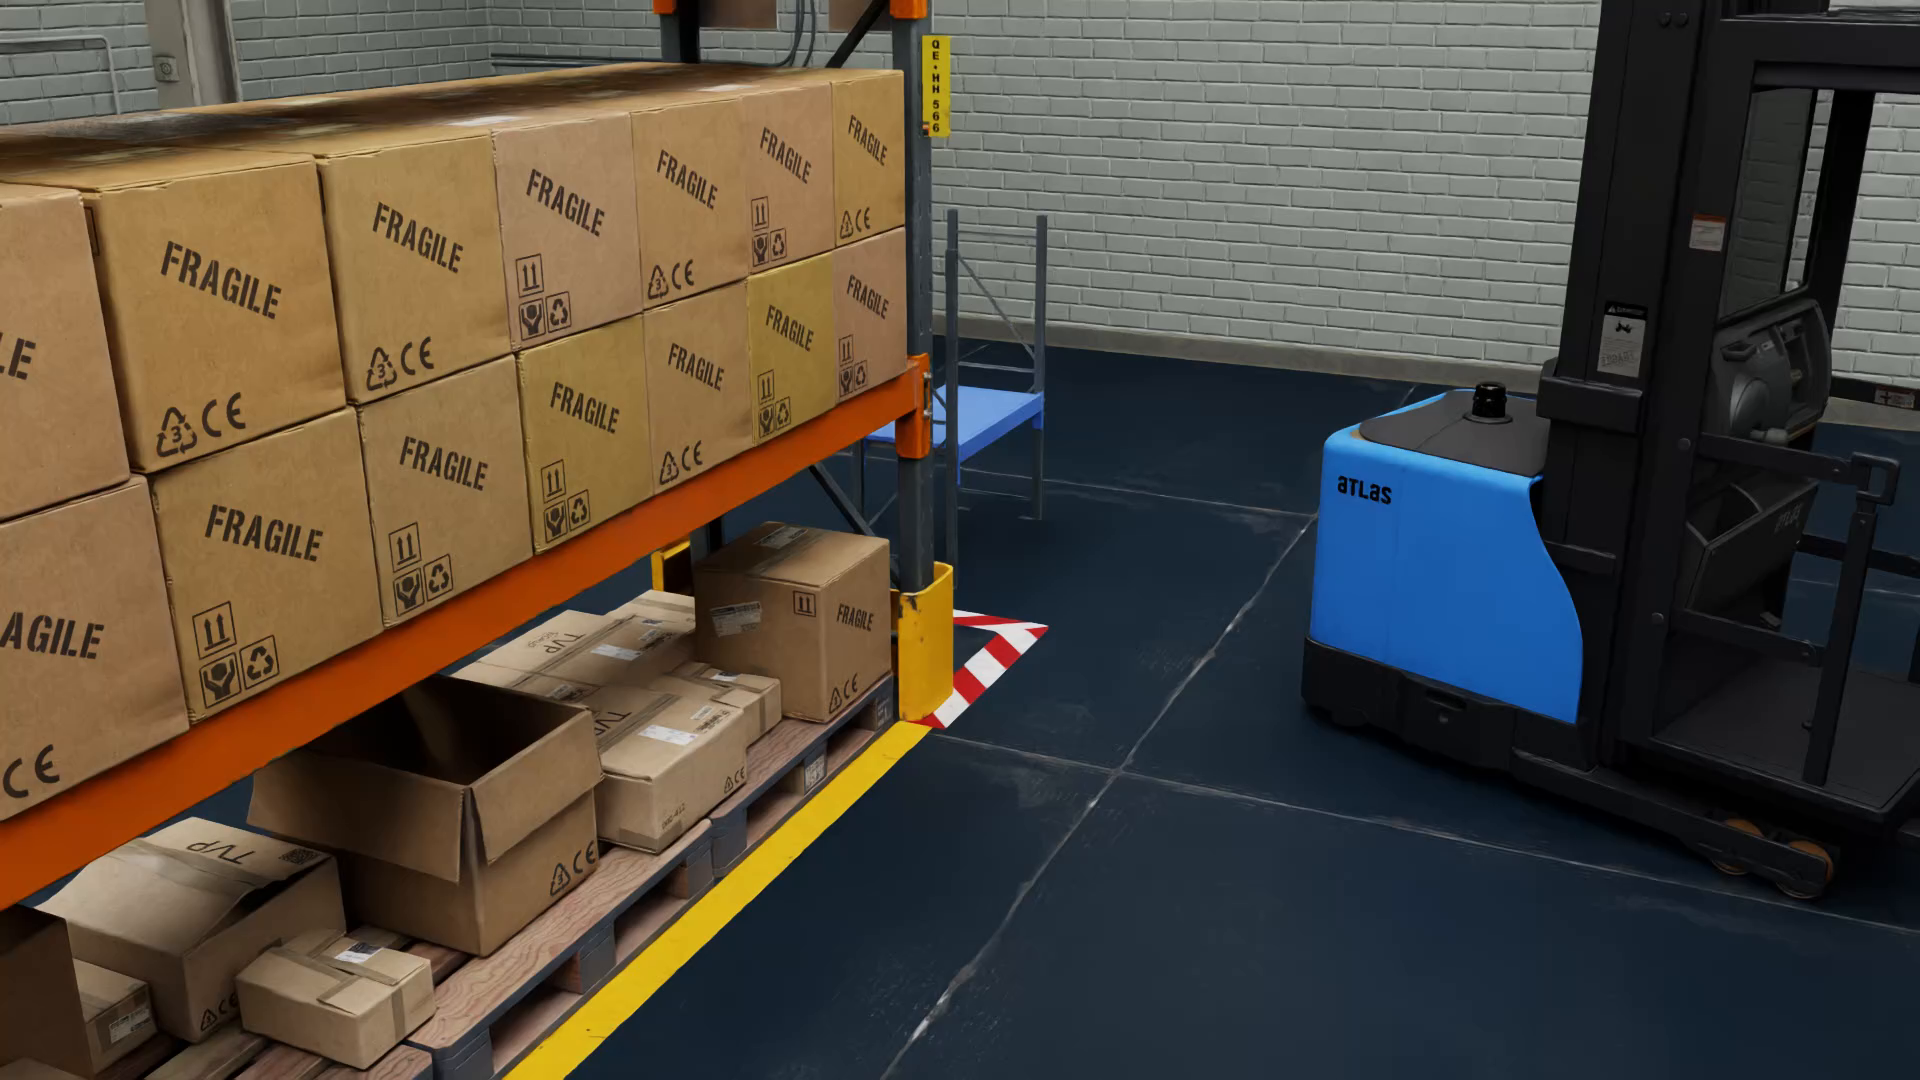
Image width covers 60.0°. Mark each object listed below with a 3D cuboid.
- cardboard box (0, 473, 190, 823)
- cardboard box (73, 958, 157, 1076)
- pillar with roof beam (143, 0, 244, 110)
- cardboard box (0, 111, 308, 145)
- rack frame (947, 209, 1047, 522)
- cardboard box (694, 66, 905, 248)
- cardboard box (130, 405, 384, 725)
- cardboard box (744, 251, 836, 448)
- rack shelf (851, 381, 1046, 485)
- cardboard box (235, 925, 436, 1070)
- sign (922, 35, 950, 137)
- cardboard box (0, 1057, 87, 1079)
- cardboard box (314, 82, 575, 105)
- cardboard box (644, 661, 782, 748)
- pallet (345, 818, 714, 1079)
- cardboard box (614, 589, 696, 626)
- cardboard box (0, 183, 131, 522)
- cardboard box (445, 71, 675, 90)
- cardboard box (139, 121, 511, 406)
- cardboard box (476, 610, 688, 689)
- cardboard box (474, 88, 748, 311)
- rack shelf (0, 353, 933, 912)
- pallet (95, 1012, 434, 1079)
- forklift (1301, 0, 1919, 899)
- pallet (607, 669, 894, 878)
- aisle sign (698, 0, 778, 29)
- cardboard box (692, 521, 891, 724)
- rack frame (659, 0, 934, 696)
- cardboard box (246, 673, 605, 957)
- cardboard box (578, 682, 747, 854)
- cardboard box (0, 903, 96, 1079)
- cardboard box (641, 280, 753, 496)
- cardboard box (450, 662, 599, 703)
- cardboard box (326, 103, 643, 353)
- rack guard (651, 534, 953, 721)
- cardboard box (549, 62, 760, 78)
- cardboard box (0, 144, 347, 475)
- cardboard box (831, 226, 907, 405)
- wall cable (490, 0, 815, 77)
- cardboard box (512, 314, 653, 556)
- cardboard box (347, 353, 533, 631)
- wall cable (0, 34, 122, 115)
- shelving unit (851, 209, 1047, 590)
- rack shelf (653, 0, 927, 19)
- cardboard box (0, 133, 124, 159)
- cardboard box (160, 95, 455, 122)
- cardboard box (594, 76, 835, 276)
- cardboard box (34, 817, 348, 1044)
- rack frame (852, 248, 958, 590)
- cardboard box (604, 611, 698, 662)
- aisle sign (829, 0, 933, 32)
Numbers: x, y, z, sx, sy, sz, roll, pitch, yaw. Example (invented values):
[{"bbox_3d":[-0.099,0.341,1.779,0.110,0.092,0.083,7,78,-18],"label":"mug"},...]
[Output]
[{"bbox_3d":[-1.757,0.160,2.893,0.500,0.500,0.500,9,22,24],"label":"cardboard box"},{"bbox_3d":[-2.141,1.125,3.926,0.380,0.149,0.250,9,21,23],"label":"cardboard box"},{"bbox_3d":[-0.854,-4.756,7.912,9.100,9.000,0.400,9,21,23],"label":"pillar with roof beam"},{"bbox_3d":[-1.830,-0.694,3.802,0.500,0.500,0.500,9,21,23],"label":"cardboard box"},{"bbox_3d":[0.173,-0.836,8.081,0.500,1.500,0.032,9,21,23],"label":"rack frame"},{"bbox_3d":[-0.508,-1.242,5.342,0.500,0.500,0.500,8,21,22],"label":"cardboard box"},{"bbox_3d":[-1.551,0.003,3.335,0.500,0.500,0.500,9,21,24],"label":"cardboard box"},{"bbox_3d":[-0.721,-0.611,5.061,0.500,0.500,0.500,9,21,23],"label":"cardboard box"},{"bbox_3d":[-0.035,-0.511,7.704,0.538,0.185,1.000,9,21,23],"label":"rack shelf"},{"bbox_3d":[-1.500,1.089,4.003,0.380,0.166,0.250,9,21,23],"label":"cardboard box"},{"bbox_3d":[-0.079,-1.509,5.537,0.100,0.325,0.005,9,21,23],"label":"sign"},{"bbox_3d":[-1.846,1.286,3.231,0.500,0.311,0.500,9,21,23],"label":"cardboard box"},{"bbox_3d":[-1.416,-1.003,4.671,0.500,0.500,0.500,9,21,23],"label":"cardboard box"},{"bbox_3d":[-0.823,0.542,5.541,0.380,0.166,0.250,9,21,23],"label":"cardboard box"},{"bbox_3d":[-1.434,1.055,4.687,1.003,0.211,1.213,9,21,23],"label":"pallet"},{"bbox_3d":[-1.062,0.319,6.192,0.380,0.149,0.250,9,21,23],"label":"cardboard box"},{"bbox_3d":[-1.765,-0.298,2.689,0.500,0.500,0.500,9,22,24],"label":"cardboard box"},{"bbox_3d":[-1.206,-1.155,5.099,0.500,0.500,0.500,9,21,23],"label":"cardboard box"},{"bbox_3d":[-1.343,-0.613,3.575,0.500,0.500,0.500,8,21,21],"label":"cardboard box"},{"bbox_3d":[-1.263,0.471,5.615,0.500,0.250,0.500,9,21,23],"label":"cardboard box"},{"bbox_3d":[-0.922,-0.928,4.460,0.500,0.500,0.500,9,22,24],"label":"cardboard box"},{"bbox_3d":[-1.396,0.053,4.417,1.077,0.370,4.000,9,21,23],"label":"rack shelf"},{"bbox_3d":[-1.933,1.430,3.634,1.003,0.211,1.213,9,21,23],"label":"pallet"},{"bbox_3d":[2.664,-0.508,5.024,3.031,2.935,1.130,18,26,41],"label":"forklift"},{"bbox_3d":[-0.934,0.684,5.732,1.003,0.211,1.213,9,21,23],"label":"pallet"},{"bbox_3d":[-0.817,-2.183,5.752,0.394,0.787,0.004,9,21,23],"label":"aisle sign"},{"bbox_3d":[-0.575,0.273,5.798,0.500,0.500,0.500,9,21,23],"label":"cardboard box"},{"bbox_3d":[-0.577,-0.897,6.015,1.000,3.000,0.127,9,21,23],"label":"rack frame"},{"bbox_3d":[-1.450,0.719,4.539,0.797,0.503,0.637,9,21,23],"label":"cardboard box"},{"bbox_3d":[-0.991,0.677,5.035,0.500,0.250,0.500,9,21,23],"label":"cardboard box"},{"bbox_3d":[-2.240,1.083,3.521,0.500,0.500,0.500,9,21,23],"label":"cardboard box"},{"bbox_3d":[-0.930,-0.459,4.635,0.500,0.500,0.500,9,21,23],"label":"cardboard box"},{"bbox_3d":[-1.468,0.624,5.185,0.500,0.250,0.500,9,21,23],"label":"cardboard box"},{"bbox_3d":[-1.133,-0.771,4.019,0.500,0.500,0.500,9,22,24],"label":"cardboard box"},{"bbox_3d":[-0.608,0.304,6.369,1.175,0.500,0.348,9,21,23],"label":"rack guard"},{"bbox_3d":[-0.999,-1.316,5.551,0.500,0.500,0.500,9,22,24],"label":"cardboard box"},{"bbox_3d":[-1.554,-0.456,3.133,0.500,0.500,0.500,8,21,21],"label":"cardboard box"},{"bbox_3d":[-0.512,-0.770,5.509,0.500,0.500,0.500,9,22,24],"label":"cardboard box"},{"bbox_3d":[-2.455,-4.619,12.162,3.097,2.526,0.112,9,21,23],"label":"wall cable"},{"bbox_3d":[-1.137,-0.305,4.201,0.500,0.500,0.500,8,21,22],"label":"cardboard box"},{"bbox_3d":[-1.344,-0.150,3.764,0.500,0.500,0.500,8,21,22],"label":"cardboard box"},{"bbox_3d":[-5.436,-2.576,9.219,0.084,1.984,1.851,9,21,23],"label":"wall cable"},{"bbox_3d":[-0.035,-0.681,7.644,0.538,1.500,1.048,9,21,23],"label":"shelving unit"},{"bbox_3d":[-1.396,-1.360,3.914,1.077,0.370,4.000,9,21,23],"label":"rack shelf"},{"bbox_3d":[-2.037,-0.540,3.369,0.500,0.500,0.500,8,21,22],"label":"cardboard box"},{"bbox_3d":[-1.623,-0.848,4.234,0.500,0.500,0.500,8,21,22],"label":"cardboard box"},{"bbox_3d":[-0.714,-1.087,4.908,0.500,0.500,0.500,9,22,24],"label":"cardboard box"},{"bbox_3d":[-1.933,0.943,4.198,0.500,0.311,0.500,9,21,23],"label":"cardboard box"},{"bbox_3d":[-0.243,-0.525,7.207,0.500,1.500,0.032,9,21,23],"label":"rack frame"},{"bbox_3d":[-1.164,0.388,5.974,0.380,0.166,0.250,9,21,23],"label":"cardboard box"},{"bbox_3d":[-0.269,-2.101,5.520,0.394,0.787,0.004,9,21,23],"label":"aisle sign"}]
